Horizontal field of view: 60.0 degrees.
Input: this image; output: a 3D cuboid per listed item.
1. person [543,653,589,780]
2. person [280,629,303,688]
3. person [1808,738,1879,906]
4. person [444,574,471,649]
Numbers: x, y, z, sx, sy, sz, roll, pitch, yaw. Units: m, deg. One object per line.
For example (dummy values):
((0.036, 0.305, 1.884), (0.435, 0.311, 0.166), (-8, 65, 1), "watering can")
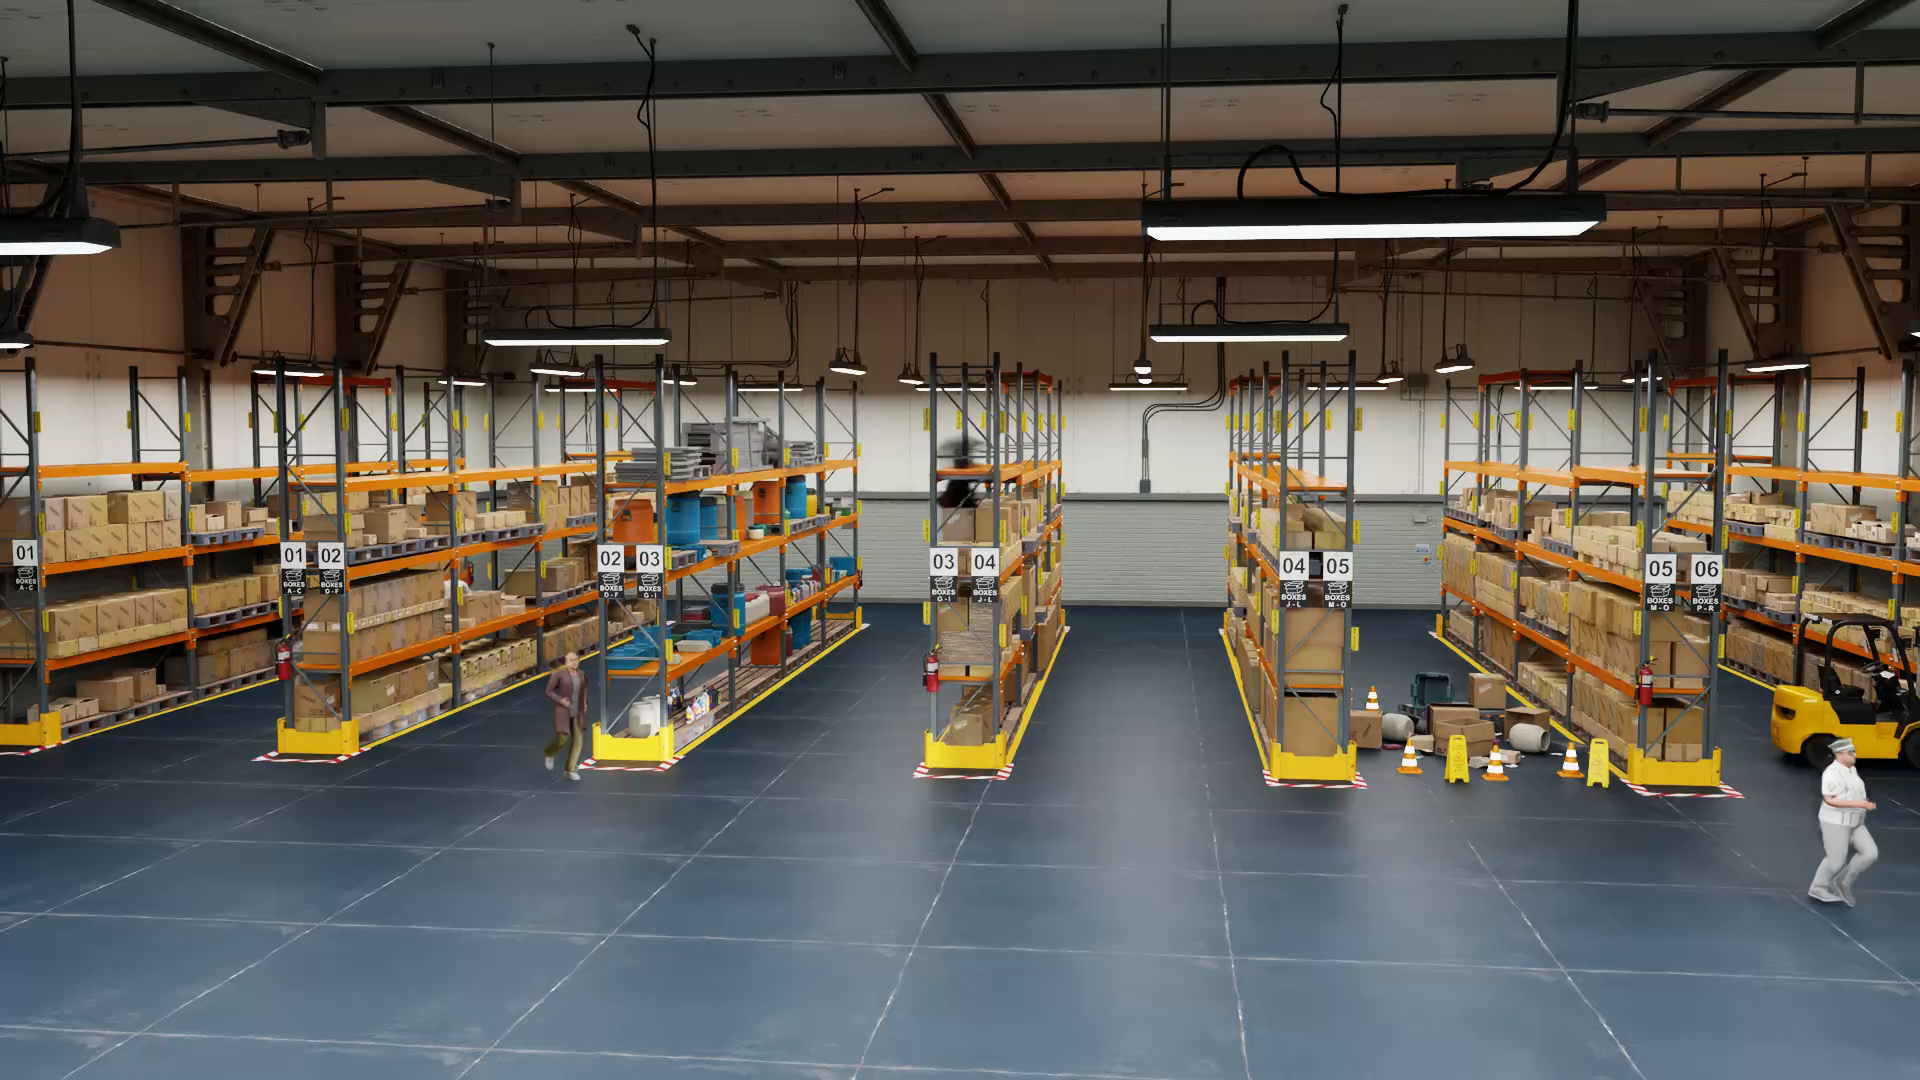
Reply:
((-5.539, 2.468, 23.556), (0.724, 1.763, 0.881), (-3, 5, -39), "person")
((-11.003, 2.256, 27.450), (0.538, 1.605, 0.877), (0, 4, -2), "person")
((9.155, 2.921, 17.141), (0.630, 1.781, 0.706), (-3, 5, -32), "person")
((-11.229, 1.532, 36.944), (0.712, 1.744, 0.789), (0, 4, -4), "person")
